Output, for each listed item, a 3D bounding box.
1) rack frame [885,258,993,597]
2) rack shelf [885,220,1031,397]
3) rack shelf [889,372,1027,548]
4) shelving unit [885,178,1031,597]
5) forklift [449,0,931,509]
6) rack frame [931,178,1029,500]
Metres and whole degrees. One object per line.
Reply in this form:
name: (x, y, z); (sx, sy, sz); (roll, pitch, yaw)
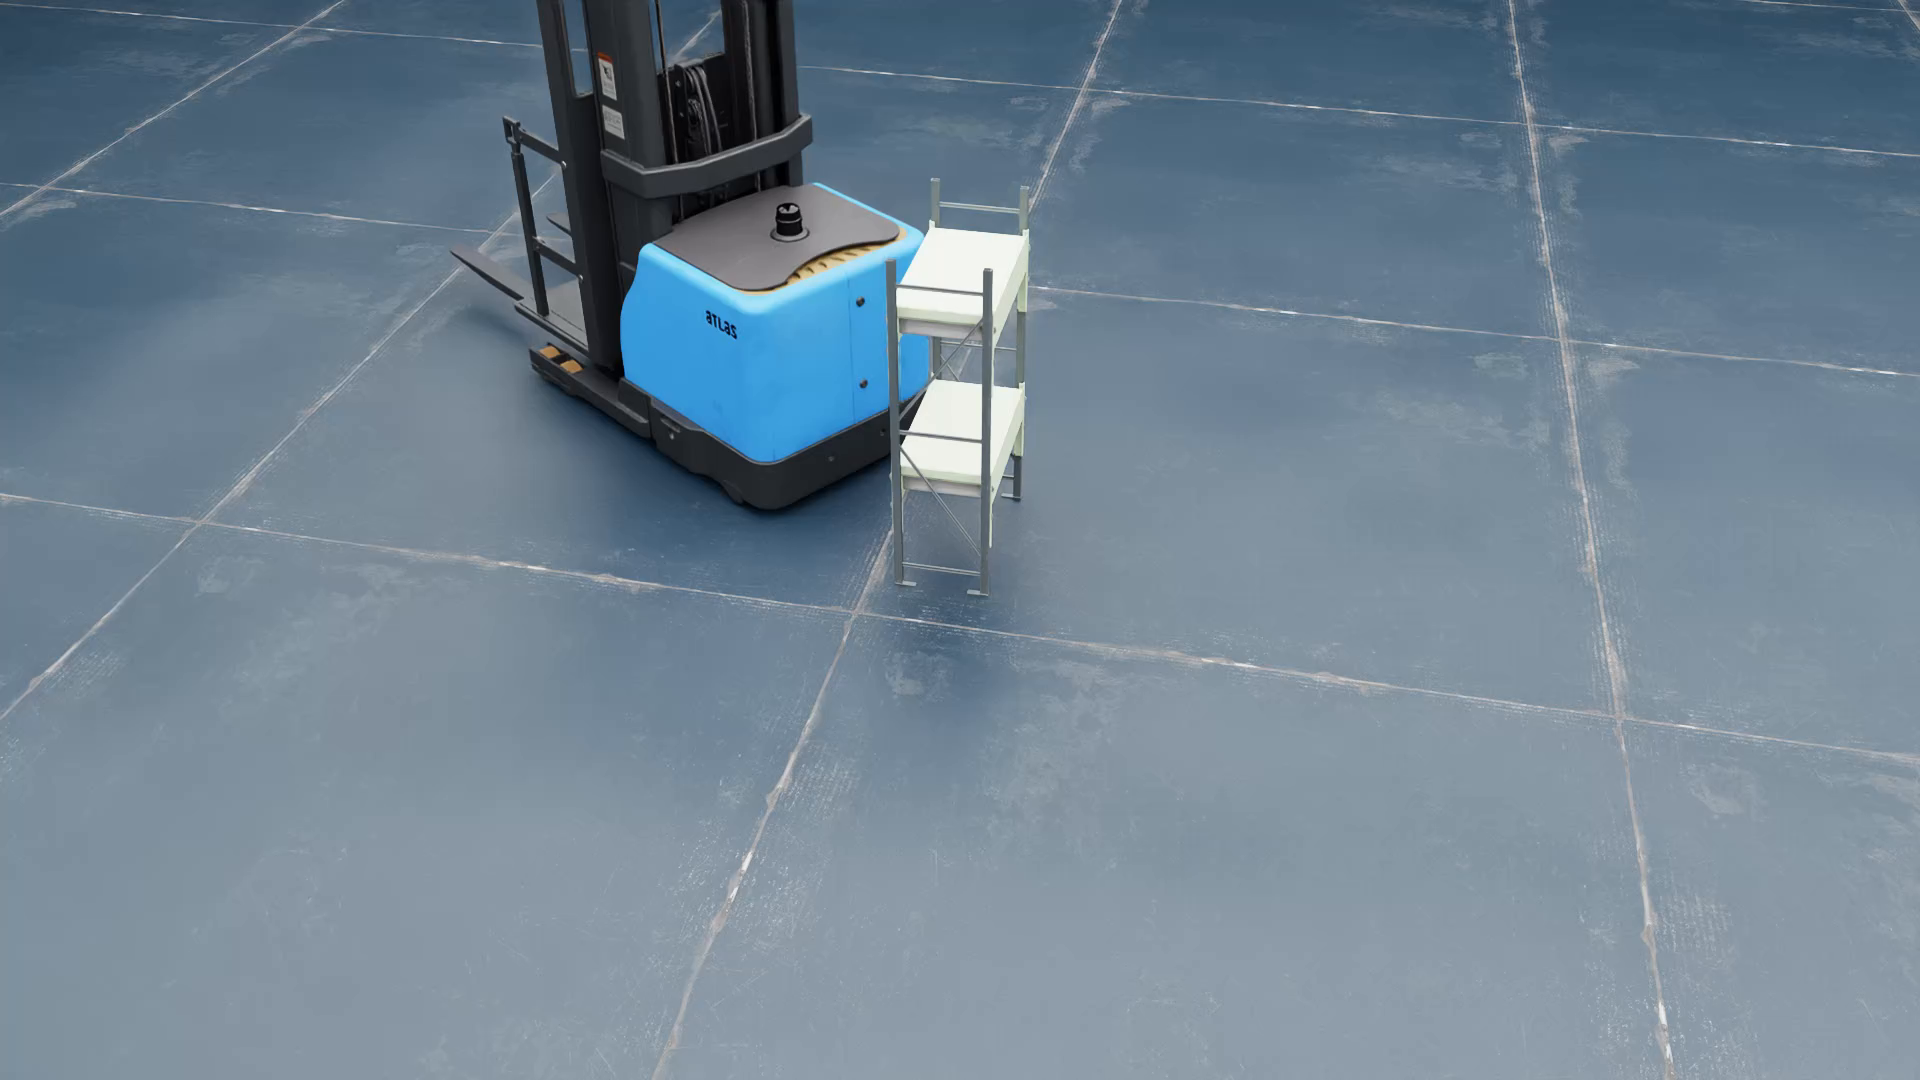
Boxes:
rack frame: (-0.077, -0.401, 6.526); (0.400, 1.500, 0.023); (7, 37, 10)
rack shelf: (0.001, -0.927, 6.586); (0.431, 0.370, 0.720); (7, 37, 10)
rack shelf: (0.001, -0.347, 7.006); (0.431, 0.370, 0.720); (7, 37, 10)
shelving unit: (0.001, -0.611, 6.815); (0.431, 1.500, 0.755); (7, 37, 10)
forklift: (-1.505, -2.093, 7.640); (1.130, 2.935, 3.031); (-29, 45, -34)
rack frame: (0.080, -0.821, 7.105); (0.400, 1.500, 0.023); (7, 37, 10)
